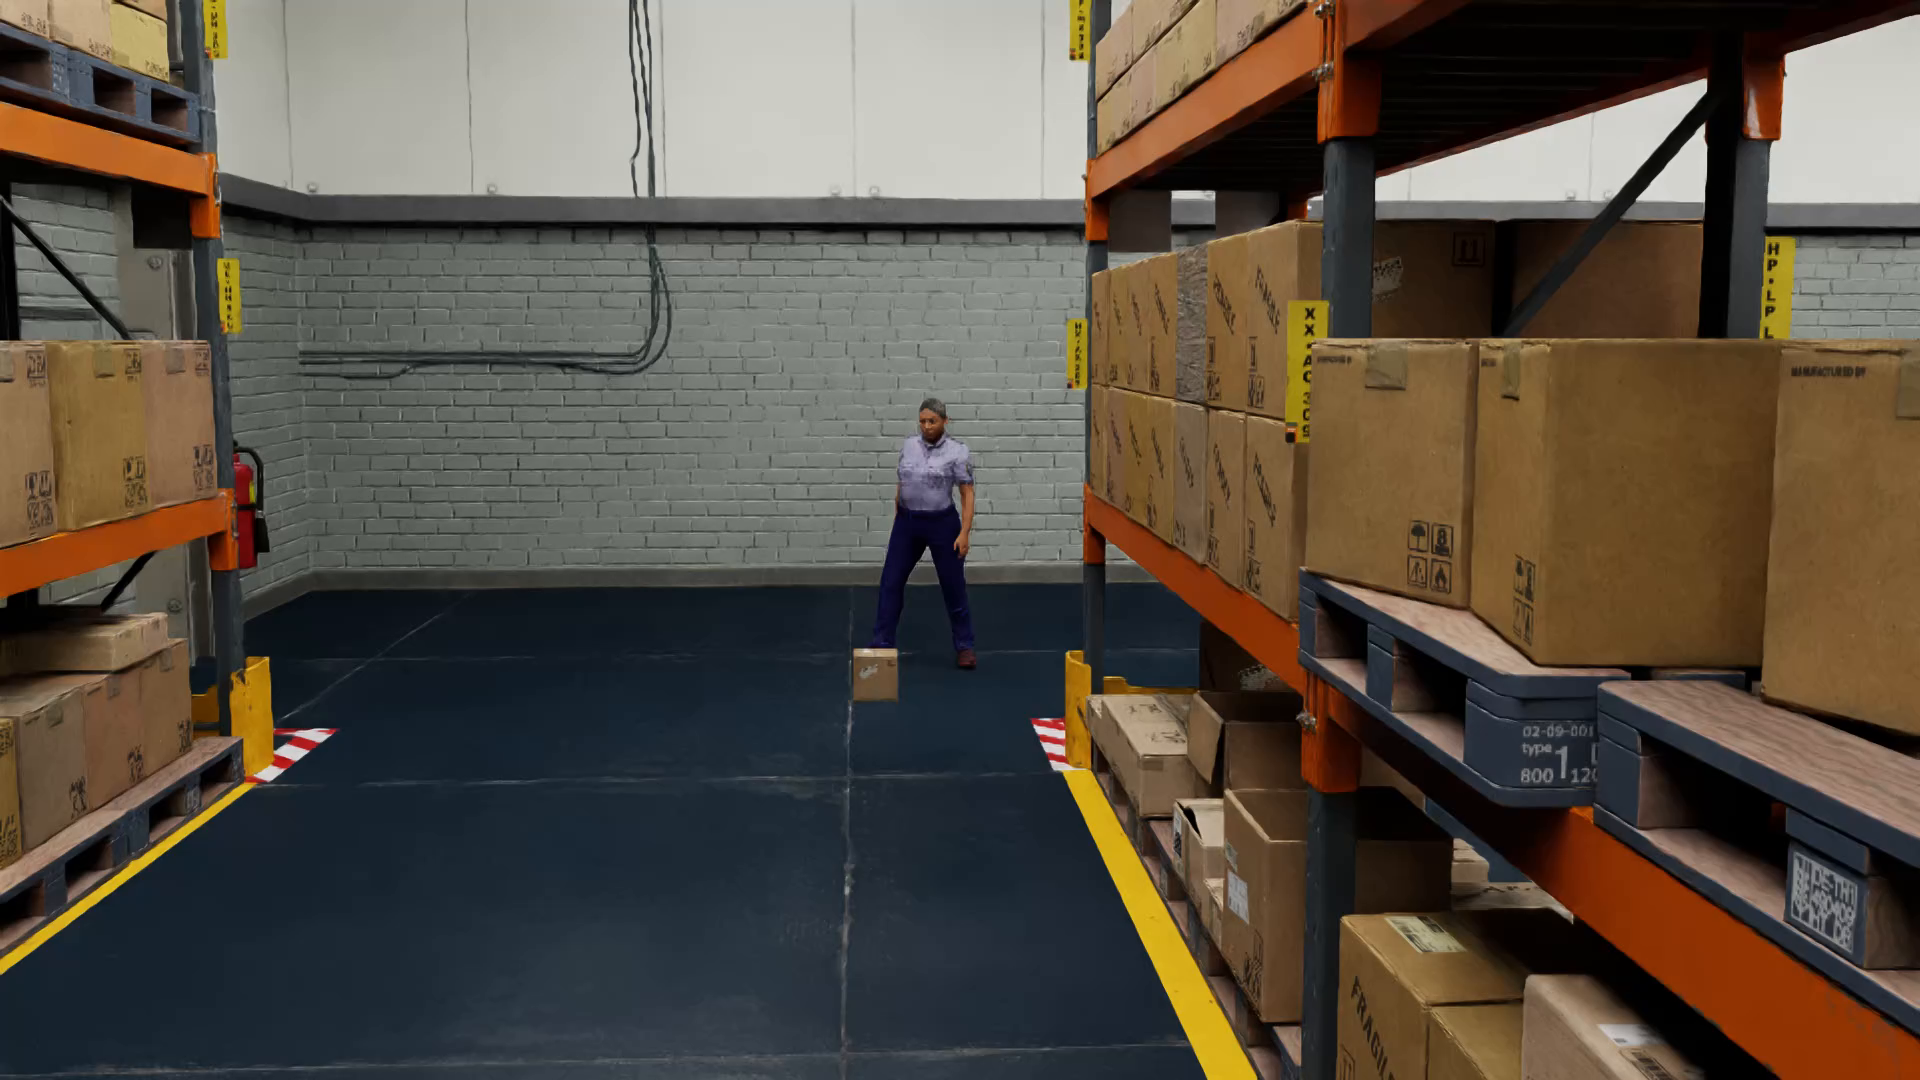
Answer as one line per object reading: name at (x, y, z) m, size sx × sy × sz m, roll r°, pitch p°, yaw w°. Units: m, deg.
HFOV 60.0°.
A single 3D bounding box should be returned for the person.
person at (-0.248, -0.042, 10.100) m, size 0.677 × 1.621 × 0.610 m, roll 3°, pitch 8°, yaw 23°
